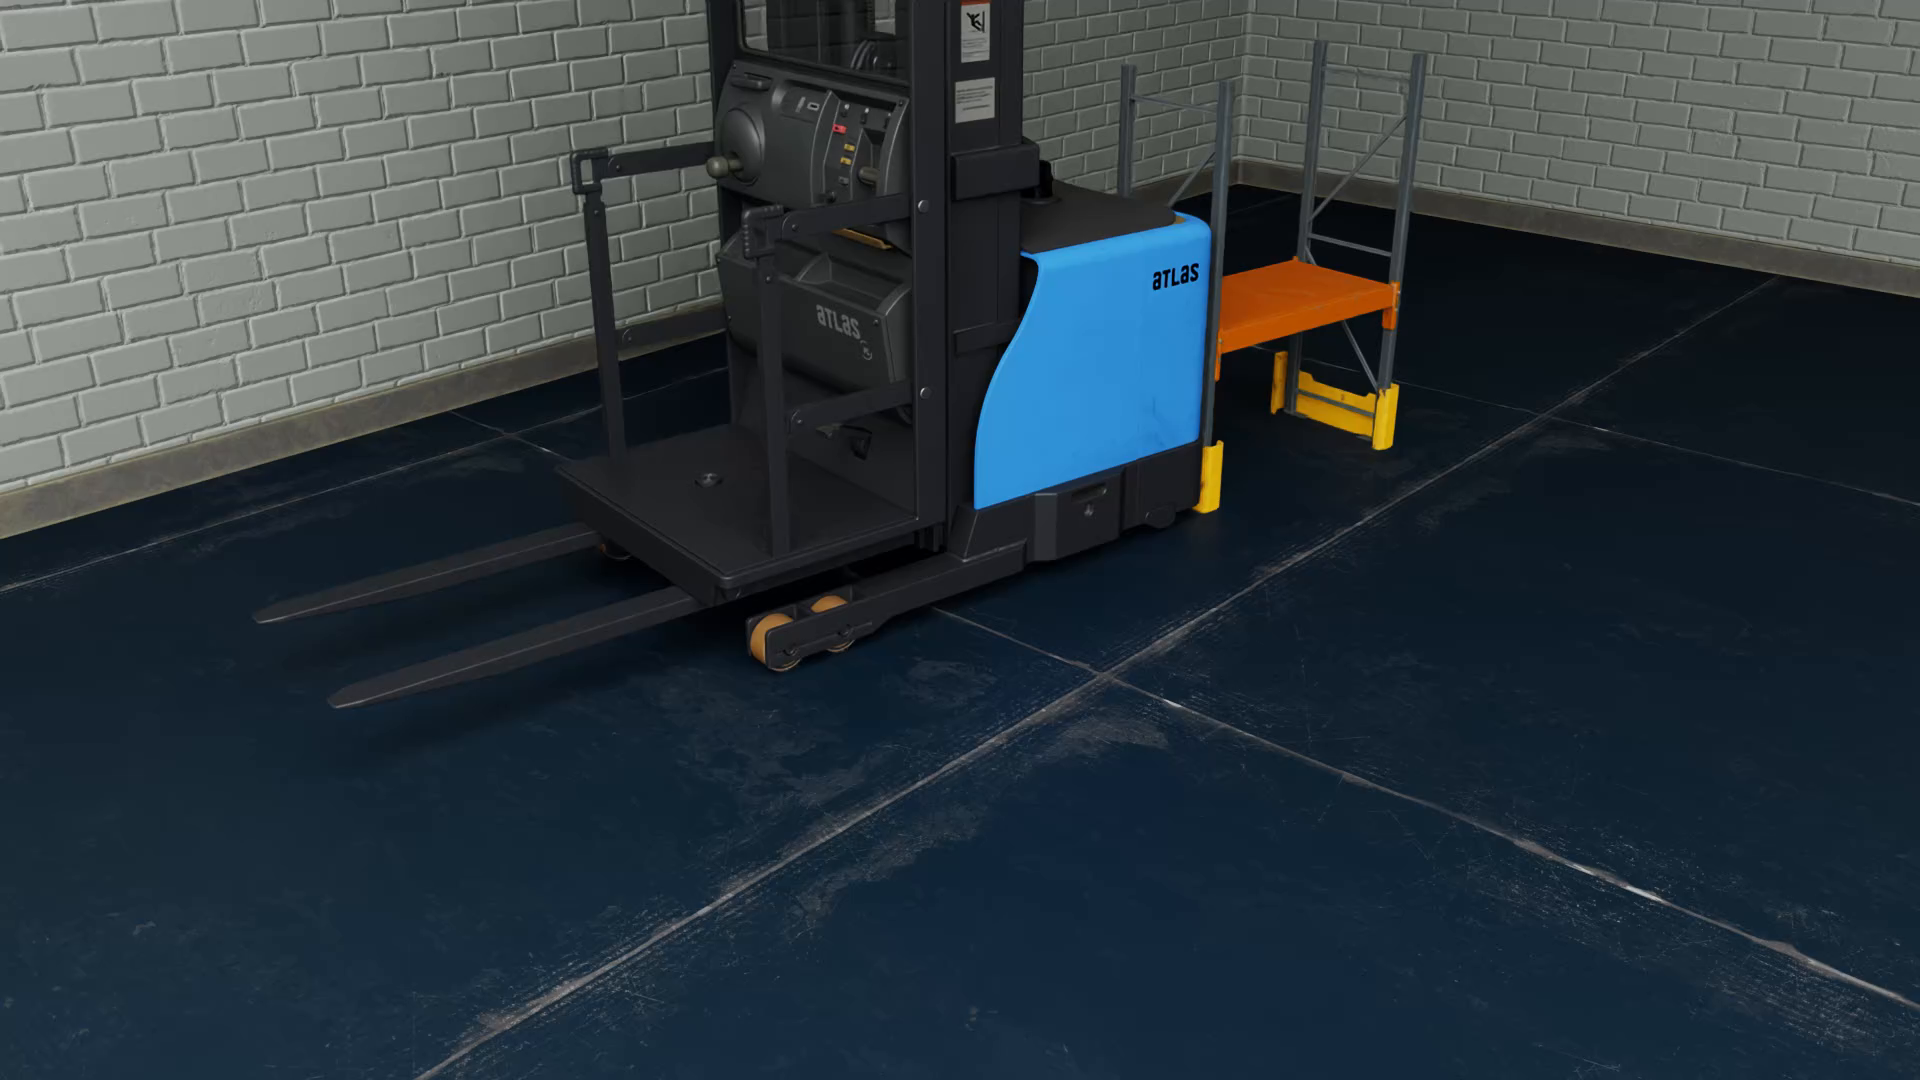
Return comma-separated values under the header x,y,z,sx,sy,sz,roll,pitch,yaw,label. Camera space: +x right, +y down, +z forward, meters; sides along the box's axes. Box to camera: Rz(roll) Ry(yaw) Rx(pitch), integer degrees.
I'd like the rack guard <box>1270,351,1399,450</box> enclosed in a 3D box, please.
x,y,z,sx,sy,sz,roll,pitch,yaw,label
1.503,-0.569,6.714,0.087,0.250,0.587,-18,30,-35,rack guard

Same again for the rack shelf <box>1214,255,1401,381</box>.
x,y,z,sx,sy,sz,roll,pitch,yaw,label
1.123,-0.850,6.252,1.000,0.185,0.538,-18,30,-35,rack shelf

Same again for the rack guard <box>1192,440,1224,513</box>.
x,y,z,sx,sy,sz,roll,pitch,yaw,label
0.728,-0.313,6.143,0.087,0.250,0.587,-18,30,-35,rack guard

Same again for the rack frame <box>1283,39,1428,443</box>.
x,y,z,sx,sy,sz,roll,pitch,yaw,label
1.518,-1.145,6.470,0.032,1.500,0.500,-18,30,-35,rack frame

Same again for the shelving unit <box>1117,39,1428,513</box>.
x,y,z,sx,sy,sz,roll,pitch,yaw,label
1.116,-1.012,6.173,1.083,1.500,0.587,-18,30,-35,shelving unit

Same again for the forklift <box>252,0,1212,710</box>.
x,y,z,sx,sy,sz,roll,pitch,yaw,label
-0.620,-1.196,4.834,3.031,2.935,1.130,-18,30,-35,forklift

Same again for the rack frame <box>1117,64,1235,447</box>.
x,y,z,sx,sy,sz,roll,pitch,yaw,label
0.727,-0.883,5.887,0.032,1.500,0.500,-18,30,-35,rack frame
